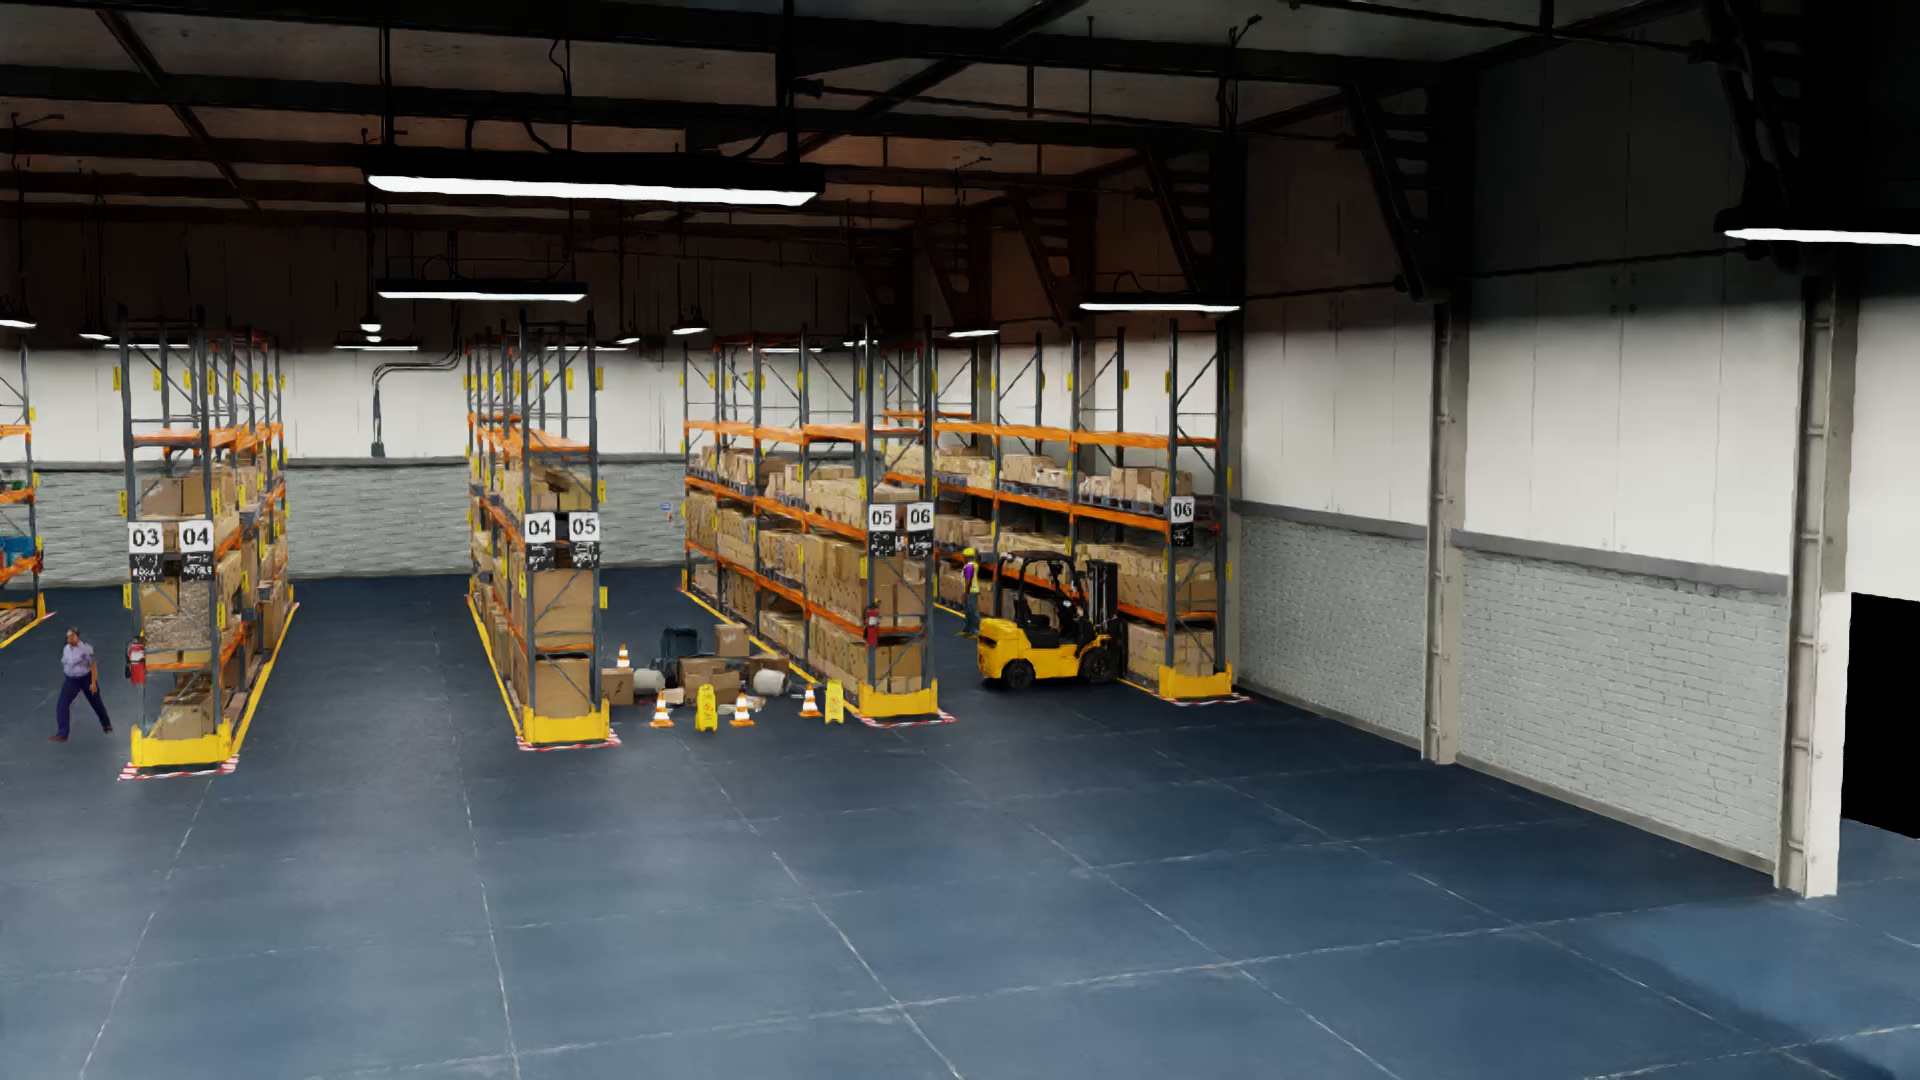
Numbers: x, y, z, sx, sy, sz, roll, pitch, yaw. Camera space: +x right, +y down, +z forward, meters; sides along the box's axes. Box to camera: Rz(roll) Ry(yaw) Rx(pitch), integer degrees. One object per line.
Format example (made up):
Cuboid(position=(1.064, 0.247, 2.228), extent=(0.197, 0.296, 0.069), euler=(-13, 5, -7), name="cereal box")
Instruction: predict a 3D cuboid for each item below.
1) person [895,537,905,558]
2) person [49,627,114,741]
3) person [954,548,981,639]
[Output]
Cuboid(position=(-1.452, 0.388, 36.984), extent=(0.443, 1.622, 0.996), euler=(-1, 6, -10), name="person")
Cuboid(position=(-12.373, 1.995, 23.410), extent=(0.518, 1.590, 0.944), euler=(0, 5, 4), name="person")
Cuboid(position=(0.161, 1.022, 32.562), extent=(0.591, 1.763, 0.685), euler=(0, 5, 5), name="person")
